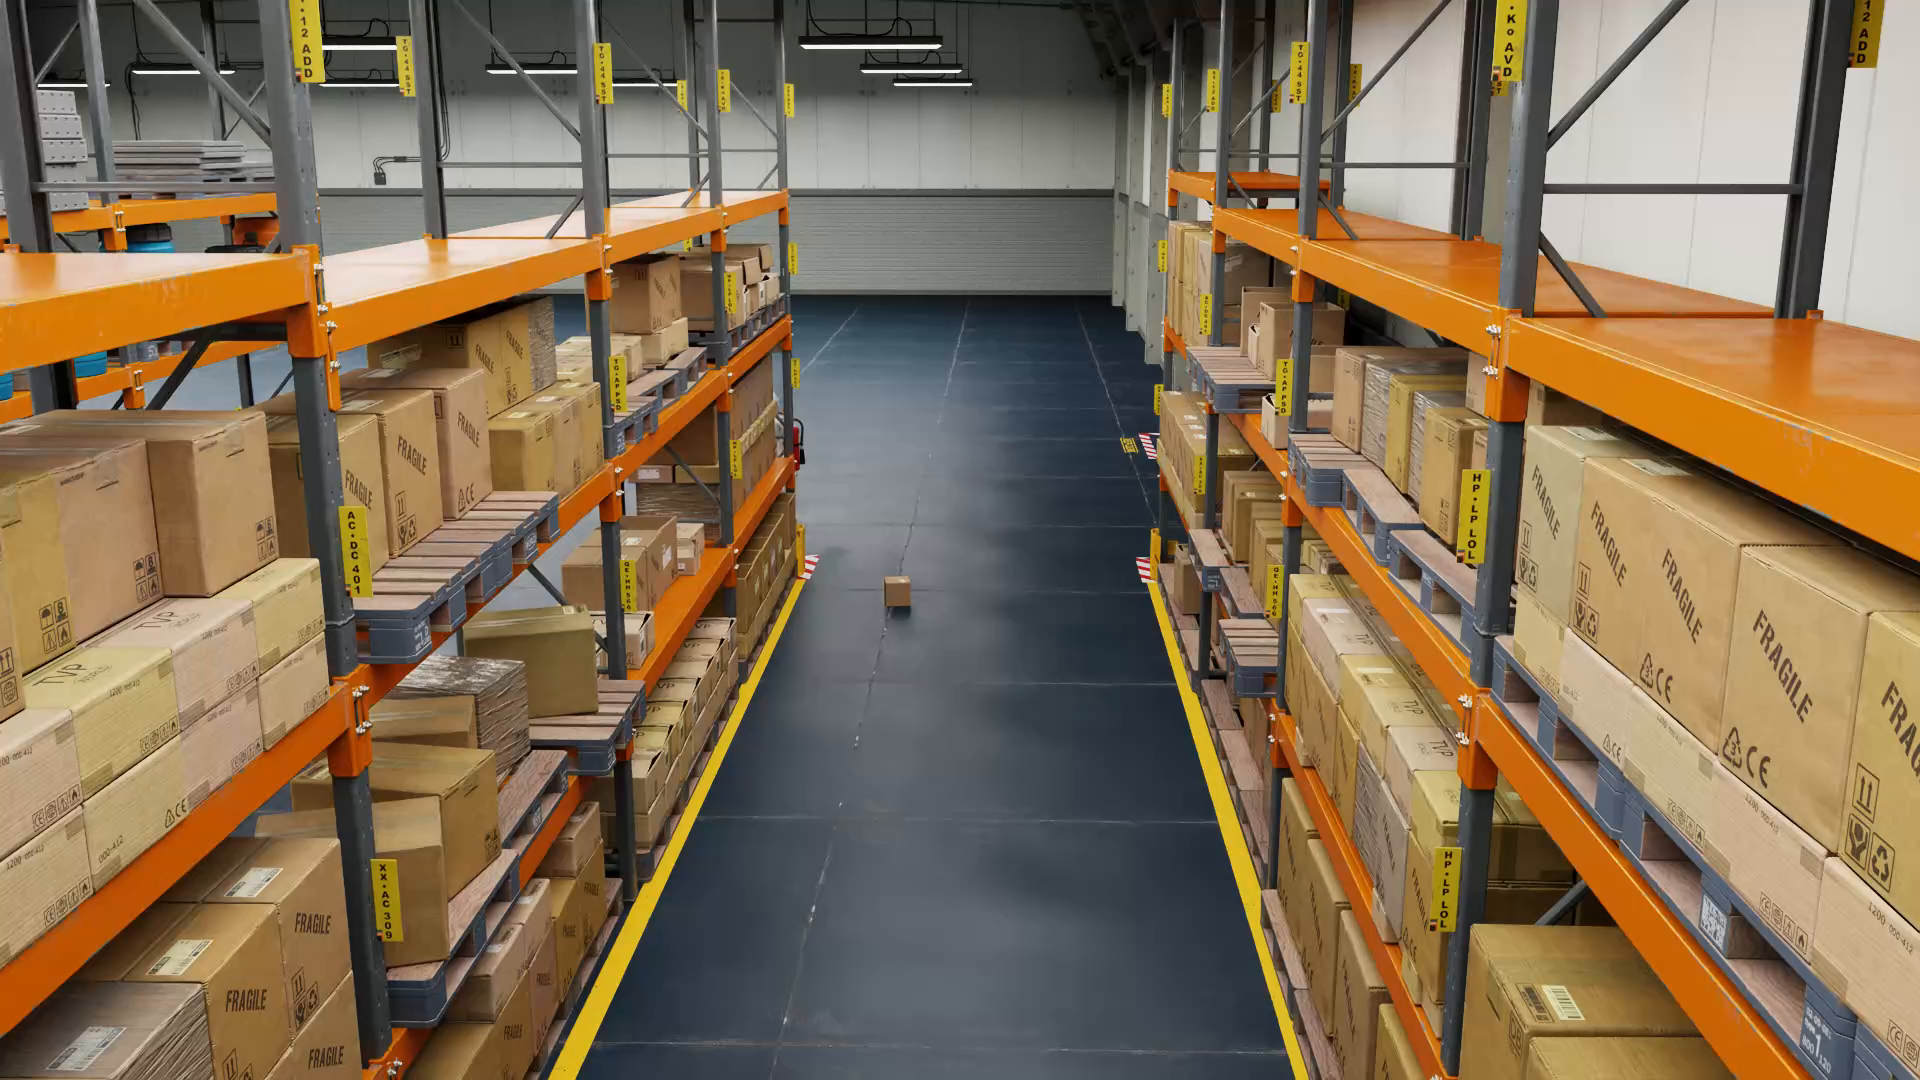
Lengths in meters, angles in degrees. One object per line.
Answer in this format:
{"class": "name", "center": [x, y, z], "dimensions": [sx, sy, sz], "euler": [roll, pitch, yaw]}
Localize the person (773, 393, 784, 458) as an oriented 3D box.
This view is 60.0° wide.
{"class": "person", "center": [-2.245, -0.841, 19.279], "dimensions": [0.461, 1.778, 0.618], "euler": [0, 14, 2]}
